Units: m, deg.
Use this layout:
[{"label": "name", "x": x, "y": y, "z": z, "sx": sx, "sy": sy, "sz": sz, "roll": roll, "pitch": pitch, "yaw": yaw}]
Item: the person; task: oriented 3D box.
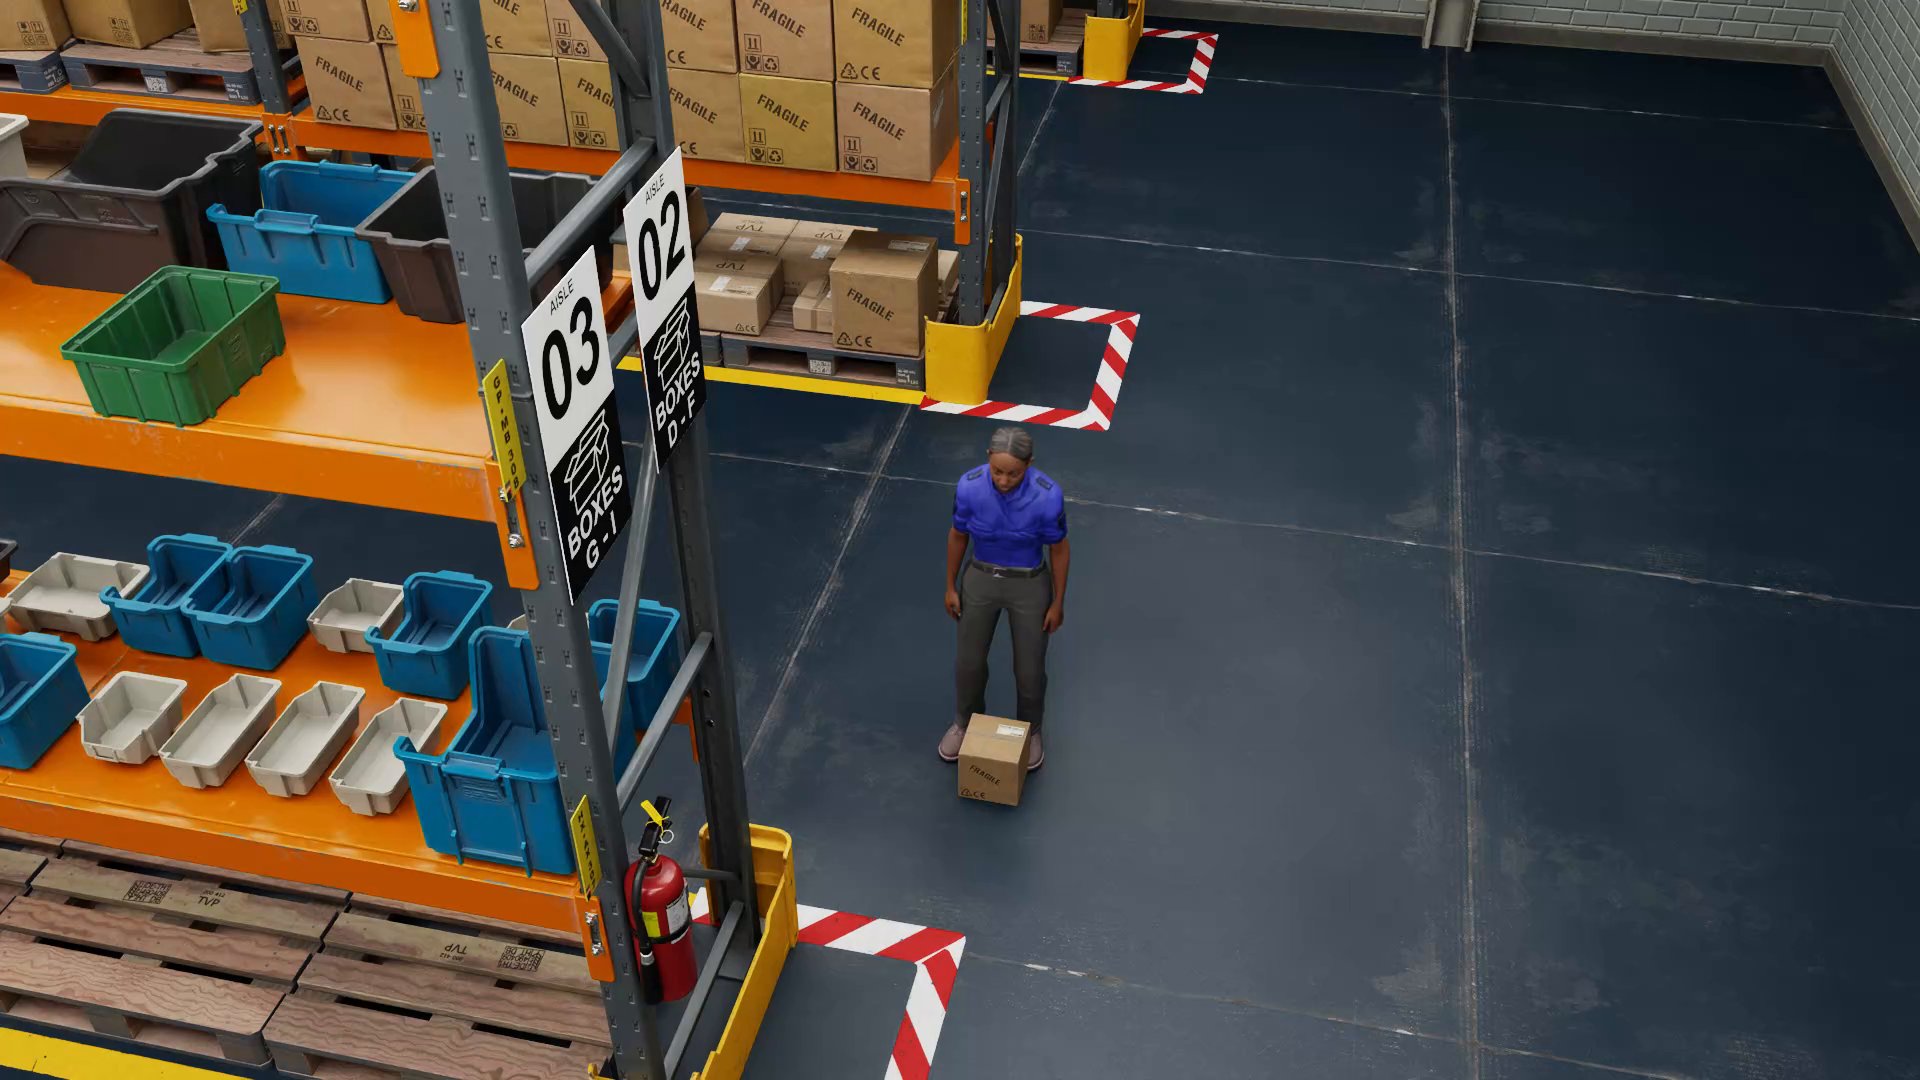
[{"label": "person", "x": 0.179, "y": 0.213, "z": 6.682, "sx": 0.505, "sy": 1.655, "sz": 0.346, "roll": 8, "pitch": 37, "yaw": 10}]
